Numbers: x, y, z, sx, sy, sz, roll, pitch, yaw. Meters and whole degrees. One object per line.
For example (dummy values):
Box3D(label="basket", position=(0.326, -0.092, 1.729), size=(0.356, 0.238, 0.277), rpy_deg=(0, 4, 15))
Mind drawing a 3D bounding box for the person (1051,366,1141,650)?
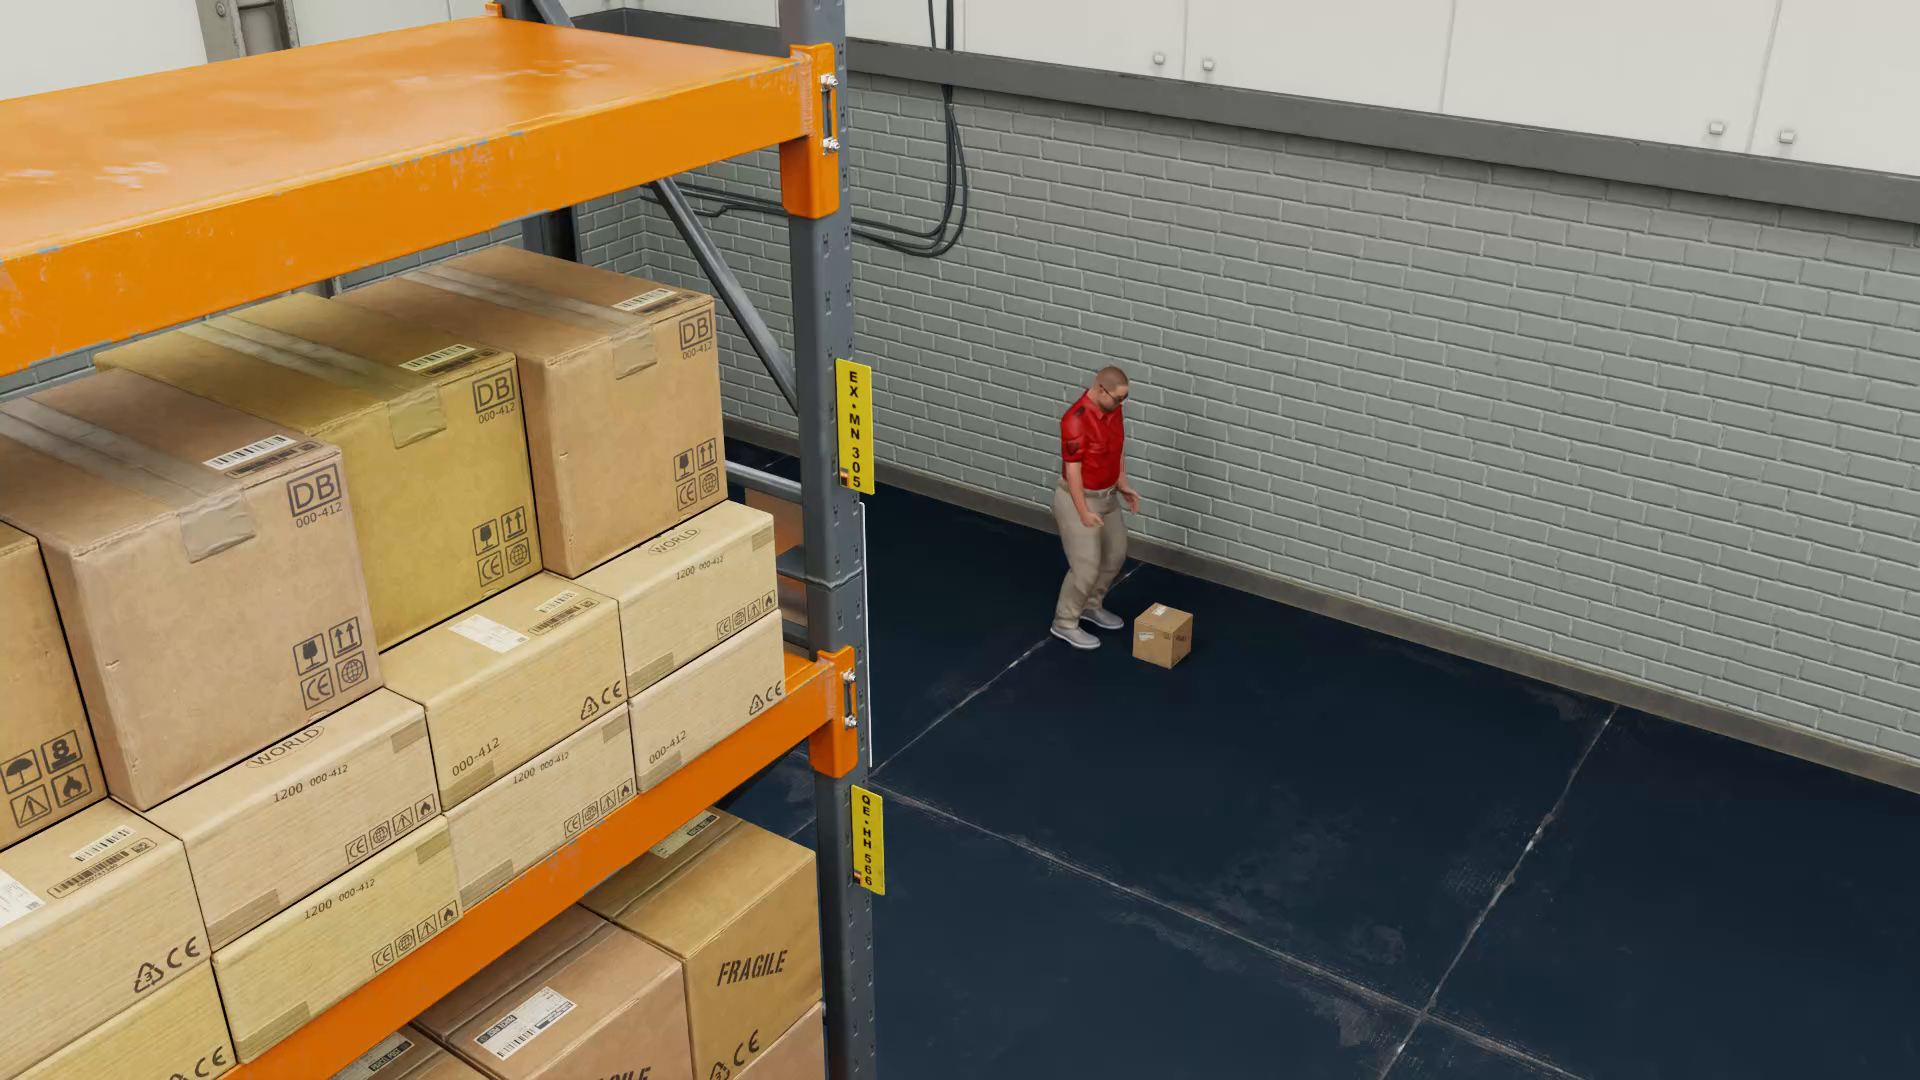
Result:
Box3D(label="person", position=(0.776, -0.221, 9.626), size=(0.402, 1.694, 0.550), rpy_deg=(18, 32, 32))
